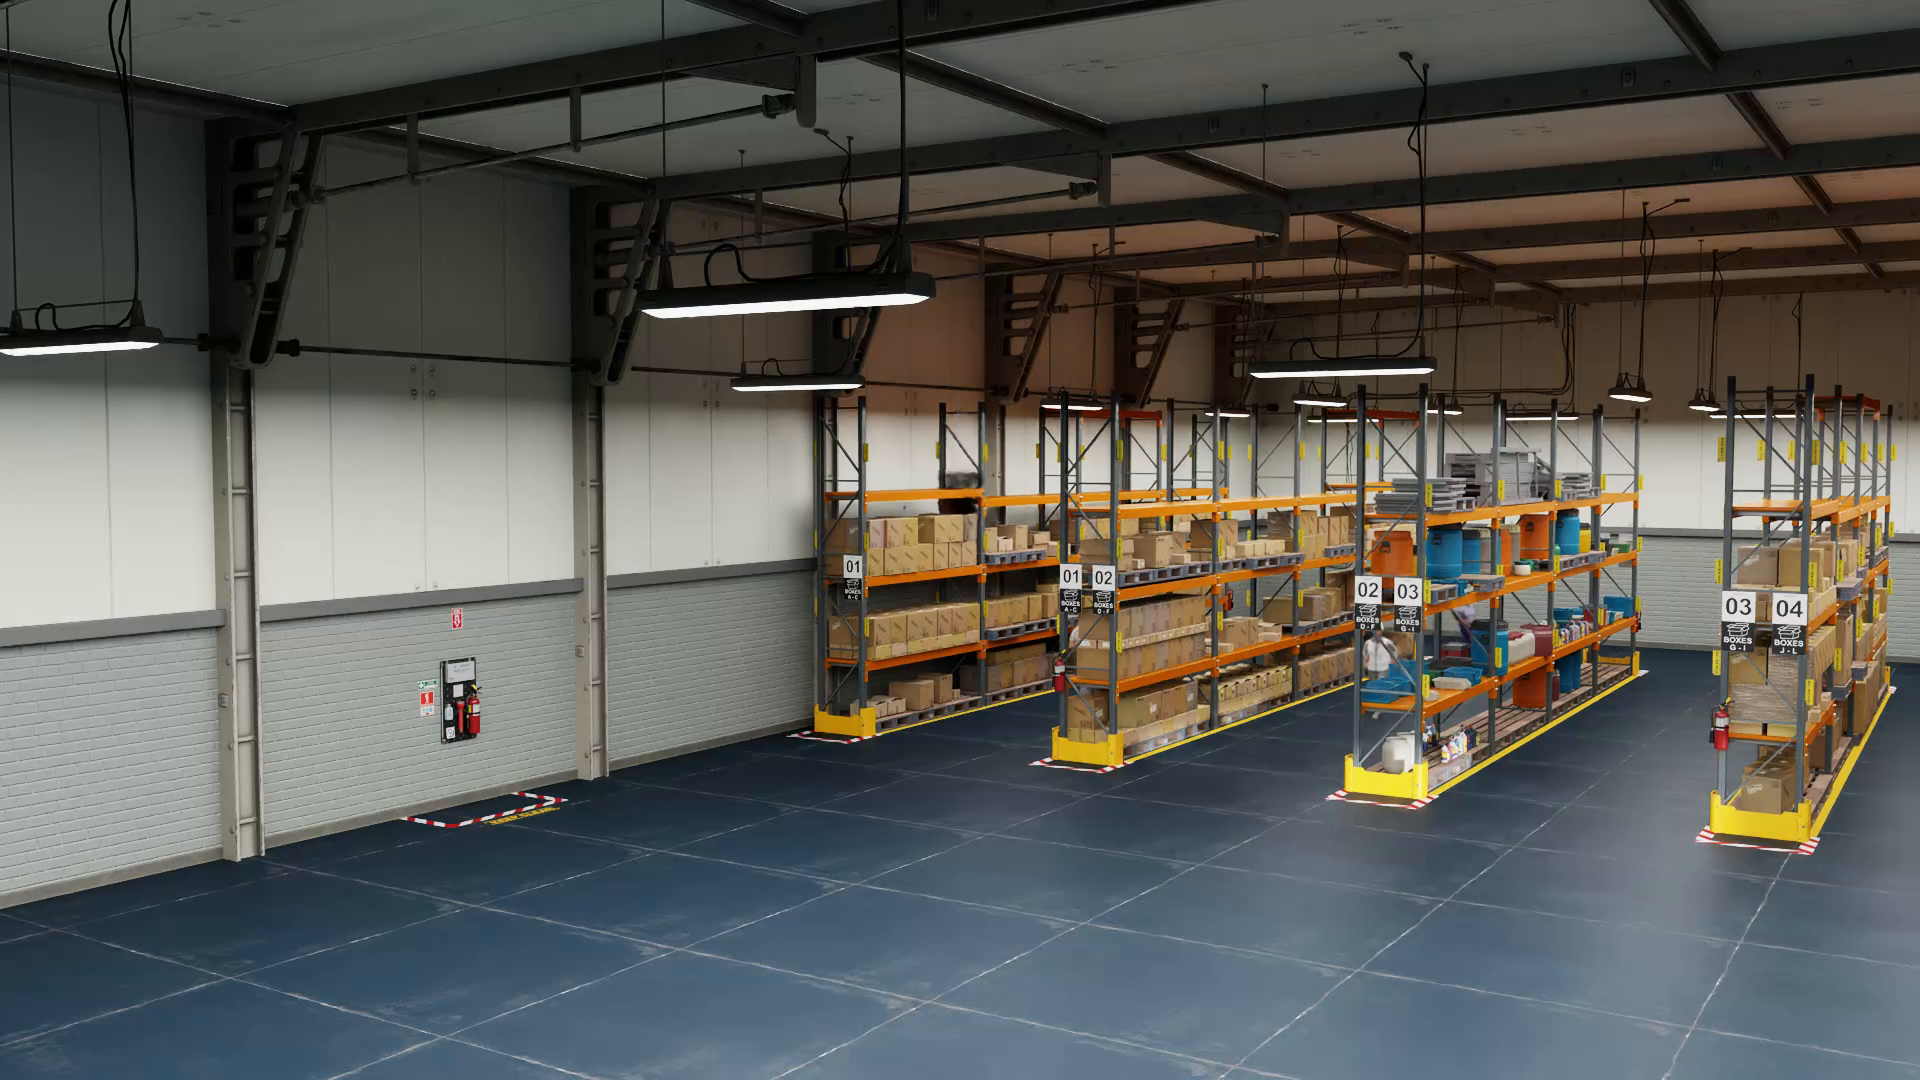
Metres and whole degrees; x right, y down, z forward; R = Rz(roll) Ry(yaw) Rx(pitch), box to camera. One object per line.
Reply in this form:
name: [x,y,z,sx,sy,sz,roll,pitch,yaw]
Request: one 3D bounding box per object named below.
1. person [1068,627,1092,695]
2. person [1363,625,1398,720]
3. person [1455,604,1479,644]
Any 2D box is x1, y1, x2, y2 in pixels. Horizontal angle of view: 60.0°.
person: [2.328,2.232,30.903,0.687,1.787,0.841,1,3,22]
person: [7.953,2.465,31.555,0.669,1.779,0.949,2,3,30]
person: [12.296,2.116,40.235,0.609,1.573,0.532,-2,3,-30]
